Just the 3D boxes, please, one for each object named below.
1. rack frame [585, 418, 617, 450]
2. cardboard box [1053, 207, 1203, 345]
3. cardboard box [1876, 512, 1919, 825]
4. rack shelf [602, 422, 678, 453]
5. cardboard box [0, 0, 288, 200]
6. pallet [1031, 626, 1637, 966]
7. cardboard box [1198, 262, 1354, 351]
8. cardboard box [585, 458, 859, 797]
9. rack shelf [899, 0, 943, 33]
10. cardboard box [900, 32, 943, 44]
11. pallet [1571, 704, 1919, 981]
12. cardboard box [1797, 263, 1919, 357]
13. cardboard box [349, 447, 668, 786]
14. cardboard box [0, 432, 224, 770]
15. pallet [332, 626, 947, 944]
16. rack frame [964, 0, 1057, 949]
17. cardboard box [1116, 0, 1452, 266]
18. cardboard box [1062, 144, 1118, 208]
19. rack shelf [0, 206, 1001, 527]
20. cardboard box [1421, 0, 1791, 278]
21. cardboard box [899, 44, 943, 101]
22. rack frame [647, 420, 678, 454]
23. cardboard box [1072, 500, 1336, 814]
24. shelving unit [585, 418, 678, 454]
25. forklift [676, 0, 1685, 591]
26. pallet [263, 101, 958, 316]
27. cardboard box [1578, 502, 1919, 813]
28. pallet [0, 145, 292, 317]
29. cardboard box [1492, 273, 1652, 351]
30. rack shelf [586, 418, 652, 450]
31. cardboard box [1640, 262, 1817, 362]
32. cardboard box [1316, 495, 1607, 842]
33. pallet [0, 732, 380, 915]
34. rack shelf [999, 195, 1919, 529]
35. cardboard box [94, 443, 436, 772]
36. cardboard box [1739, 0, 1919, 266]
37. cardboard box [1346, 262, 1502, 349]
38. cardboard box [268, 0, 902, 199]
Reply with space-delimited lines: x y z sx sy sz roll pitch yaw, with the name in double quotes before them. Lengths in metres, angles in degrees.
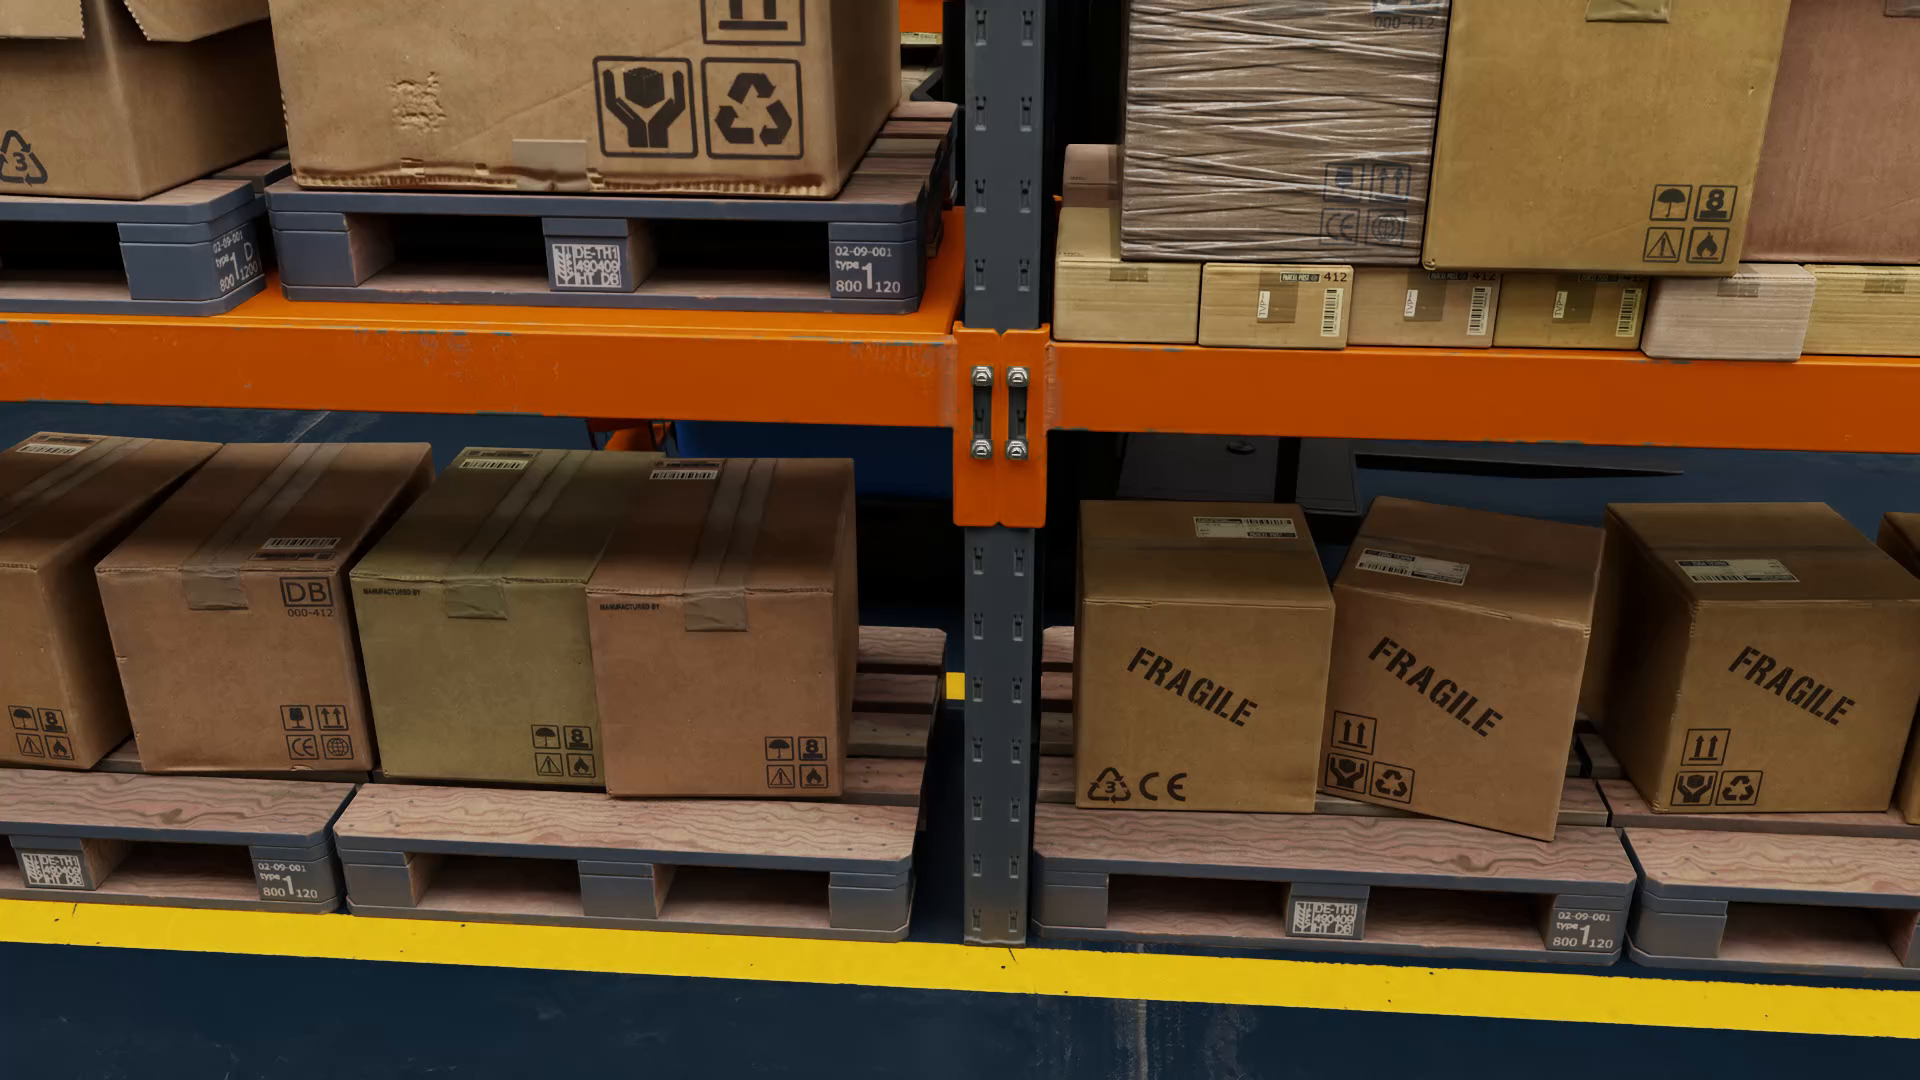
"rack frame" -1.107 -0.513 4.941 0.006 1.200 0.240 -6 24 7
"cardboard box" 0.301 -0.485 3.016 0.250 0.149 0.380 2 25 4
"cardboard box" 2.255 0.282 3.538 0.500 0.500 0.500 4 25 9
"rack shelf" -0.975 -0.265 5.044 0.180 0.103 0.258 -6 24 7
"cardboard box" -1.626 -0.986 3.179 0.637 0.503 0.797 4 25 9
"pallet" 0.782 0.542 3.820 1.213 0.211 1.003 2 25 4
"cardboard box" 0.549 -0.472 2.987 0.250 0.149 0.380 2 25 4
"cardboard box" -0.501 0.176 3.744 0.500 0.500 0.700 0 25 0
"rack shelf" -1.404 -2.533 8.026 4.000 0.370 1.077 2 25 4
"cardboard box" -0.372 -3.896 12.770 0.625 0.372 0.950 3 25 7
"pallet" 2.001 0.580 3.737 1.213 0.211 1.003 2 25 4
"cardboard box" 1.549 -0.455 2.952 0.250 0.149 0.380 2 25 4
"cardboard box" -0.975 0.152 3.794 0.500 0.500 0.700 2 25 4
"cardboard box" -2.090 0.117 3.871 0.500 0.500 0.700 4 25 8
"pallet" -0.667 0.511 3.887 1.213 0.211 1.003 2 25 4
"rack frame" 0.109 -0.732 3.251 0.127 3.000 1.000 2 25 4
"cardboard box" 0.553 -0.872 3.081 0.500 0.500 0.875 2 25 4
"cardboard box" 0.346 -0.733 3.555 0.250 0.149 0.380 2 25 4
"rack shelf" -1.885 -0.469 3.541 4.000 0.370 1.077 2 25 4
"cardboard box" 1.049 -0.841 3.014 0.500 0.500 0.875 2 25 4
"cardboard box" -0.036 -1.947 8.081 0.750 0.750 1.050 2 25 4
"rack frame" -0.926 -0.531 4.918 0.006 1.200 0.240 -6 24 7
"cardboard box" 0.505 0.243 3.622 0.500 0.500 0.500 1 25 2
"shelving unit" -1.016 -0.522 4.930 0.189 1.200 0.258 -6 24 7
"forklift" 0.718 -1.328 4.629 3.031 2.935 1.130 4 25 8
"pallet" -0.642 -0.729 3.476 1.213 0.211 1.003 2 25 4
"cardboard box" 1.702 0.245 3.617 0.500 0.500 0.500 0 25 -1
"pallet" -1.902 -0.726 3.469 1.213 0.211 1.003 2 25 4
"cardboard box" 1.050 -0.471 2.986 0.250 0.149 0.380 2 25 4
"rack shelf" -0.992 -0.373 4.996 0.180 0.103 0.258 -6 24 7
"cardboard box" 1.296 -0.446 2.932 0.250 0.149 0.380 2 25 4
"cardboard box" 1.077 0.258 3.589 0.500 0.500 0.500 10 27 21
"pallet" -1.887 0.473 3.970 1.213 0.211 1.003 2 25 4
"rack shelf" 2.103 -0.341 3.263 4.000 0.370 1.077 2 25 4
"cardboard box" -1.533 0.135 3.833 0.500 0.500 0.700 0 25 -1
"cardboard box" 1.555 -0.867 3.071 0.500 0.500 0.875 2 25 4
"cardboard box" 0.800 -0.475 2.995 0.250 0.149 0.380 2 25 4
"cardboard box" -0.672 -1.279 3.220 1.000 1.000 1.000 2 25 4
